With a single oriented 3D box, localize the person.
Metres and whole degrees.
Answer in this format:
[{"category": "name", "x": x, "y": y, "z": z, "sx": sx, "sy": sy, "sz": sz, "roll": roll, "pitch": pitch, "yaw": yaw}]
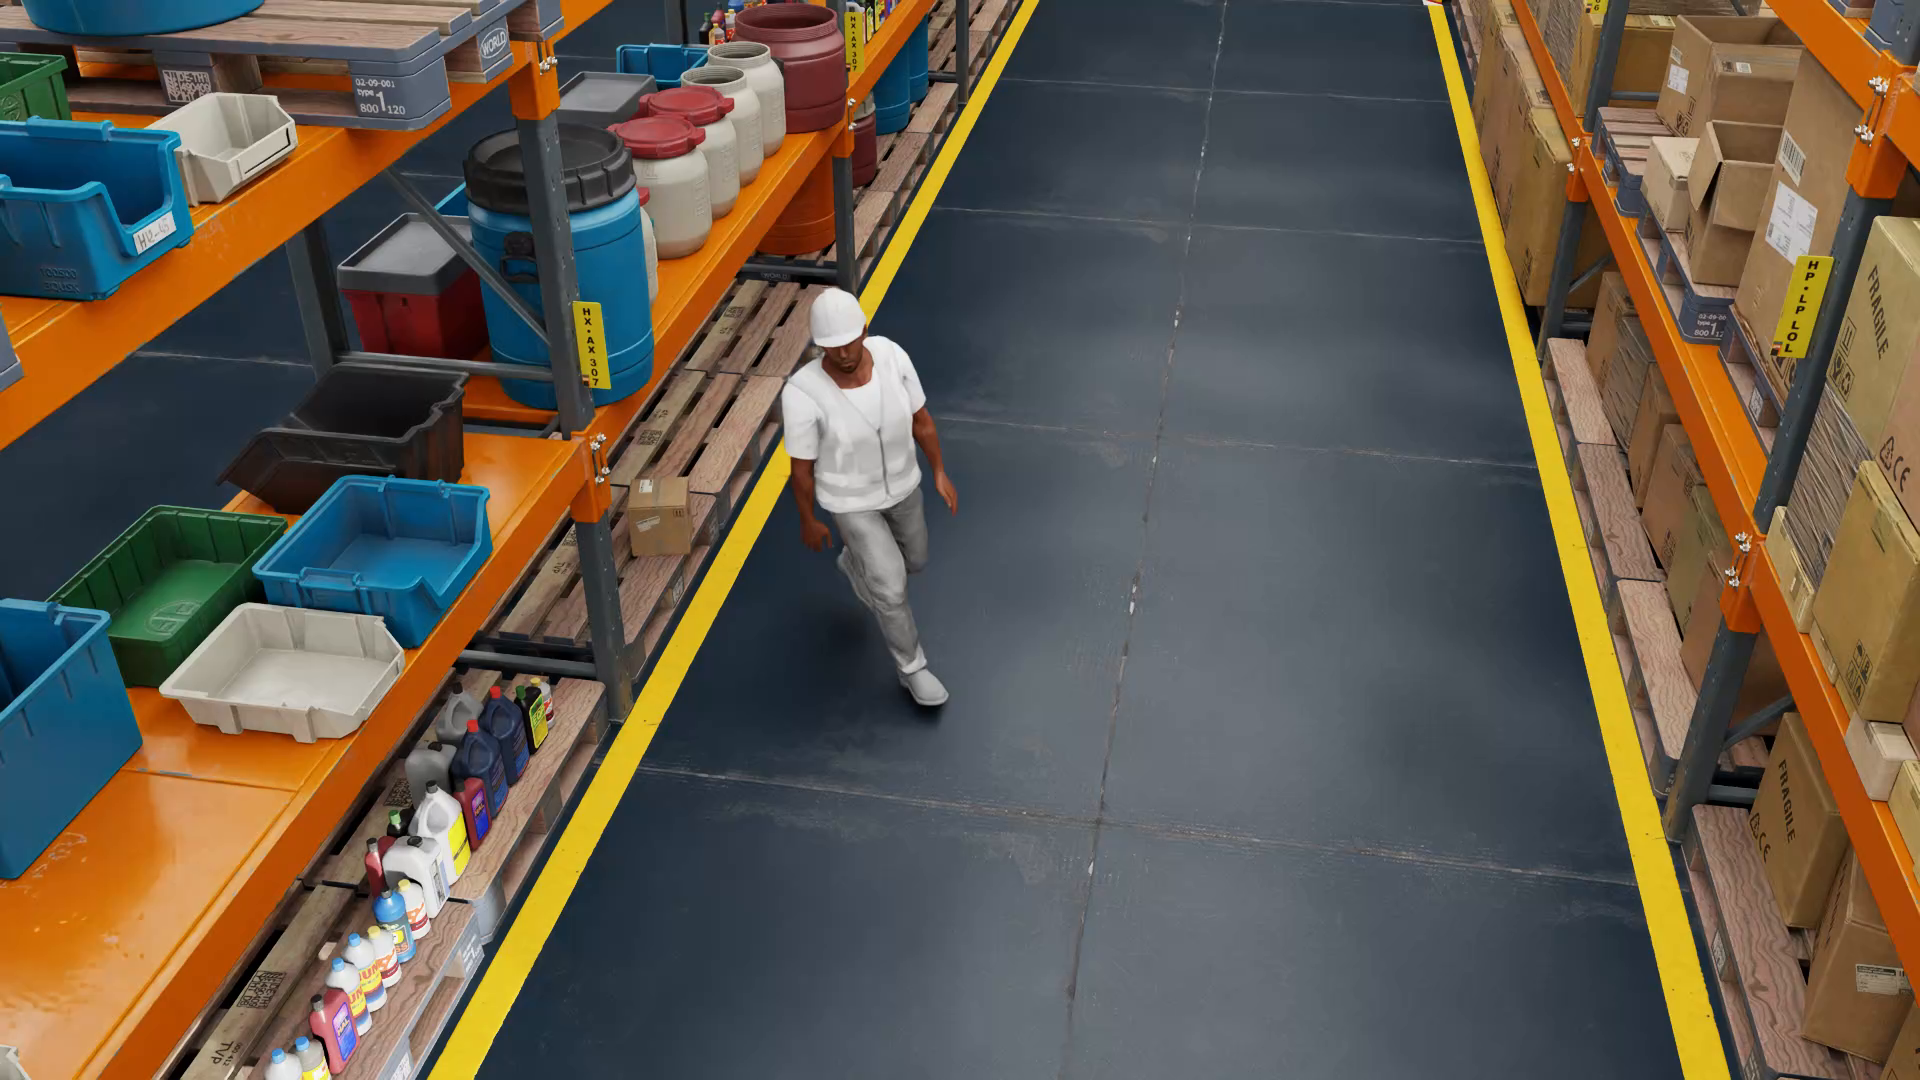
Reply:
[{"category": "person", "x": -0.374, "y": -0.205, "z": 6.447, "sx": 0.645, "sy": 1.730, "sz": 0.879, "roll": -21, "pitch": 38, "yaw": -30}]
